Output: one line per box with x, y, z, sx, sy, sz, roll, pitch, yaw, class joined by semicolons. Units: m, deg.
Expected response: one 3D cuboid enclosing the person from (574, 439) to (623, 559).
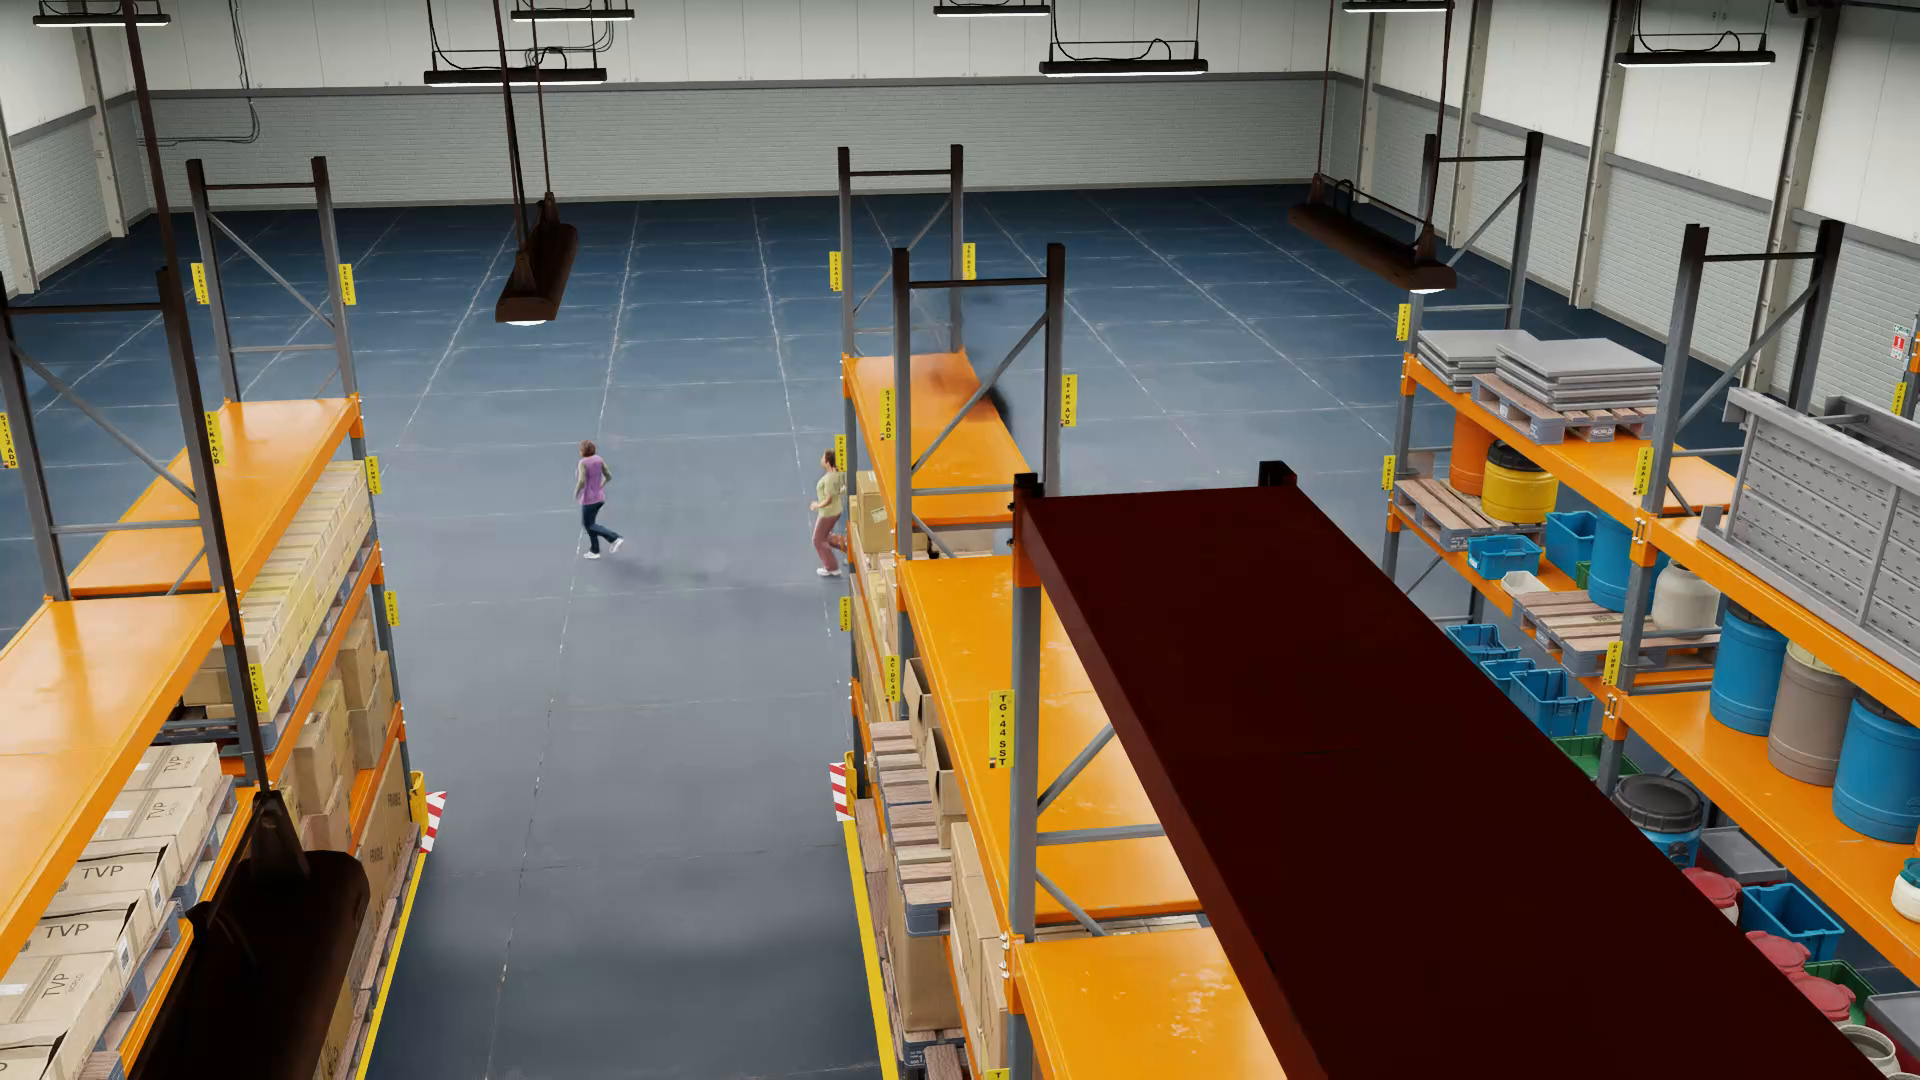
-4.499;-0.460;20.688;0.674;1.596;0.540;11;24;27;person

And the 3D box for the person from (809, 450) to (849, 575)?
-1.541;-0.320;20.271;0.561;1.629;0.582;6;22;14;person
